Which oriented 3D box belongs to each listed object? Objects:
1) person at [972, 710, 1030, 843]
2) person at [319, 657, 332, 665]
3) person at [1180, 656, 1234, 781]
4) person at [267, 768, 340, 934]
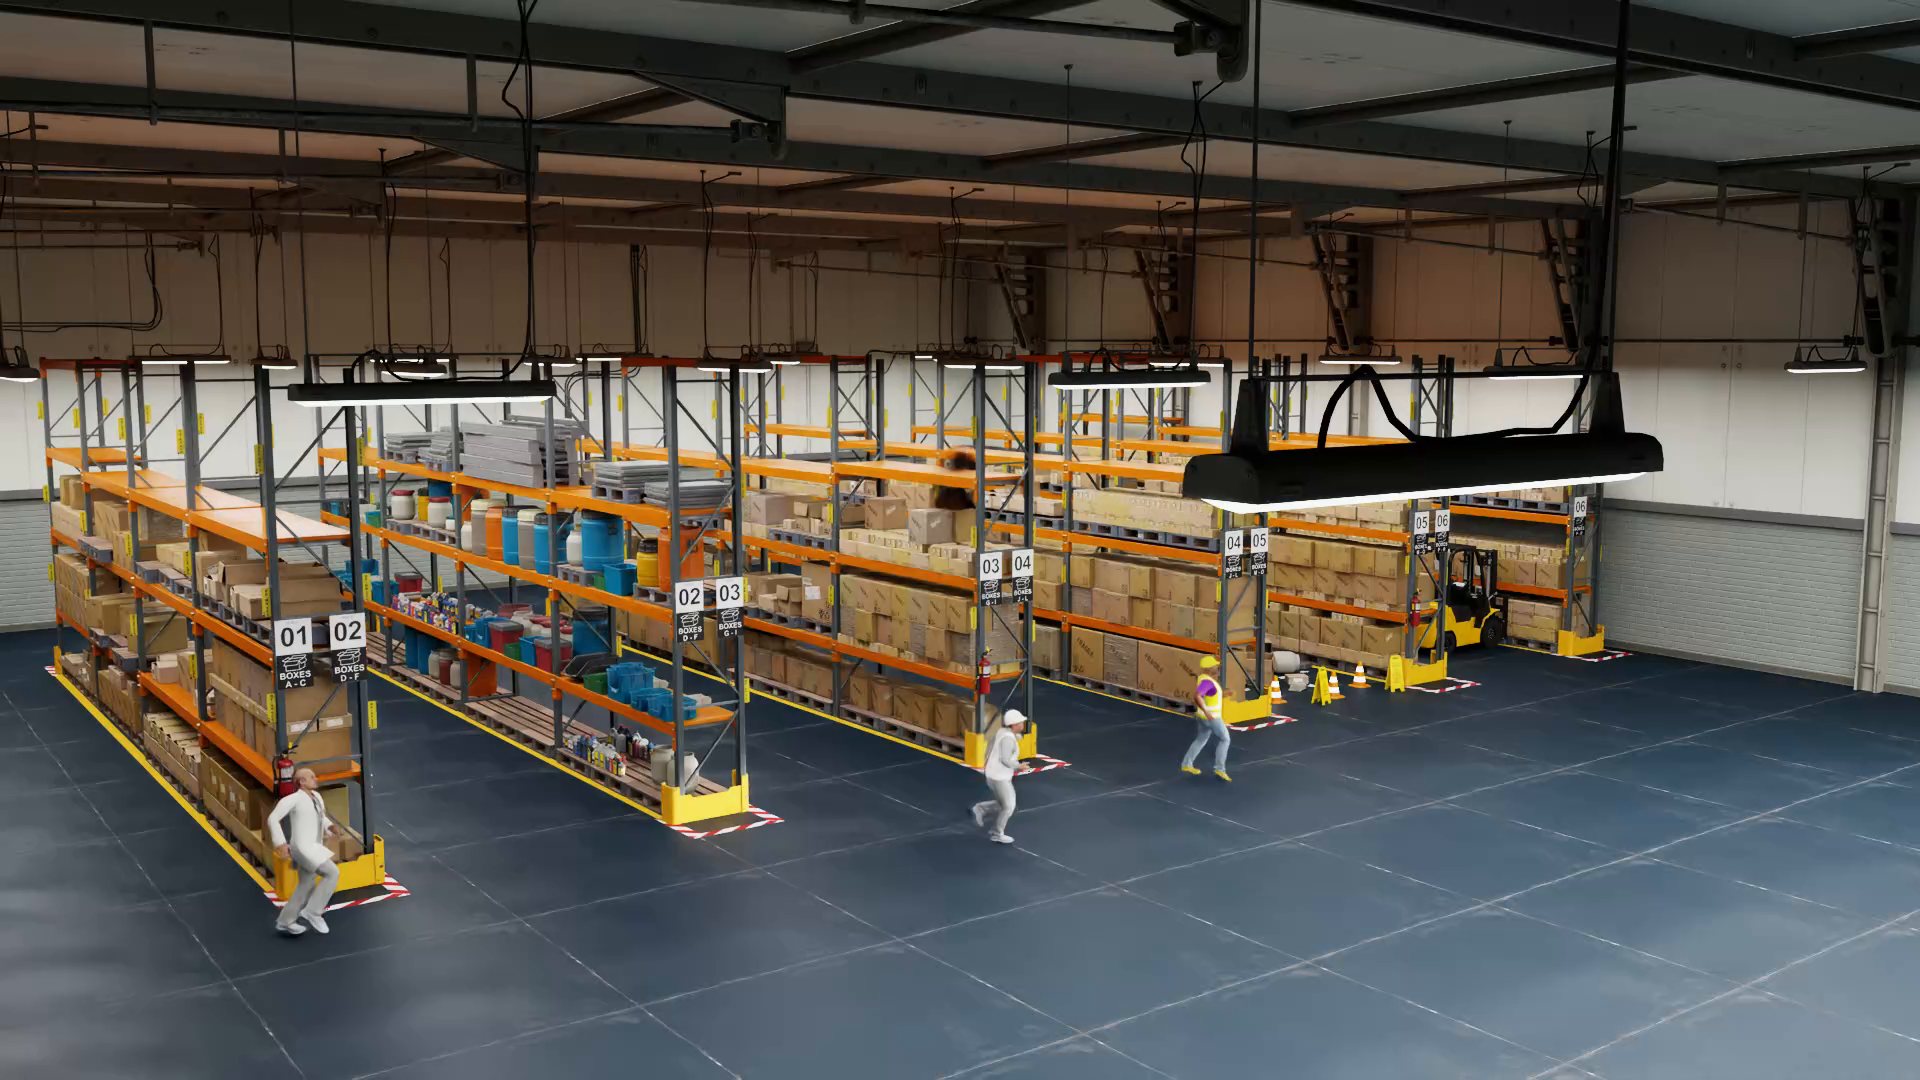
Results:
[{"bbox_3d":[0.515,2.982,20.967,0.736,1.710,0.641,0,7,1],"label":"person"},{"bbox_3d":[-11.364,1.894,29.865,0.666,1.775,1.141,-5,9,-37],"label":"person"},{"bbox_3d":[3.589,2.582,23.982,0.772,1.831,0.668,-1,7,-9],"label":"person"},{"bbox_3d":[-6.981,3.319,17.867,0.702,1.725,0.683,0,7,0],"label":"person"}]
